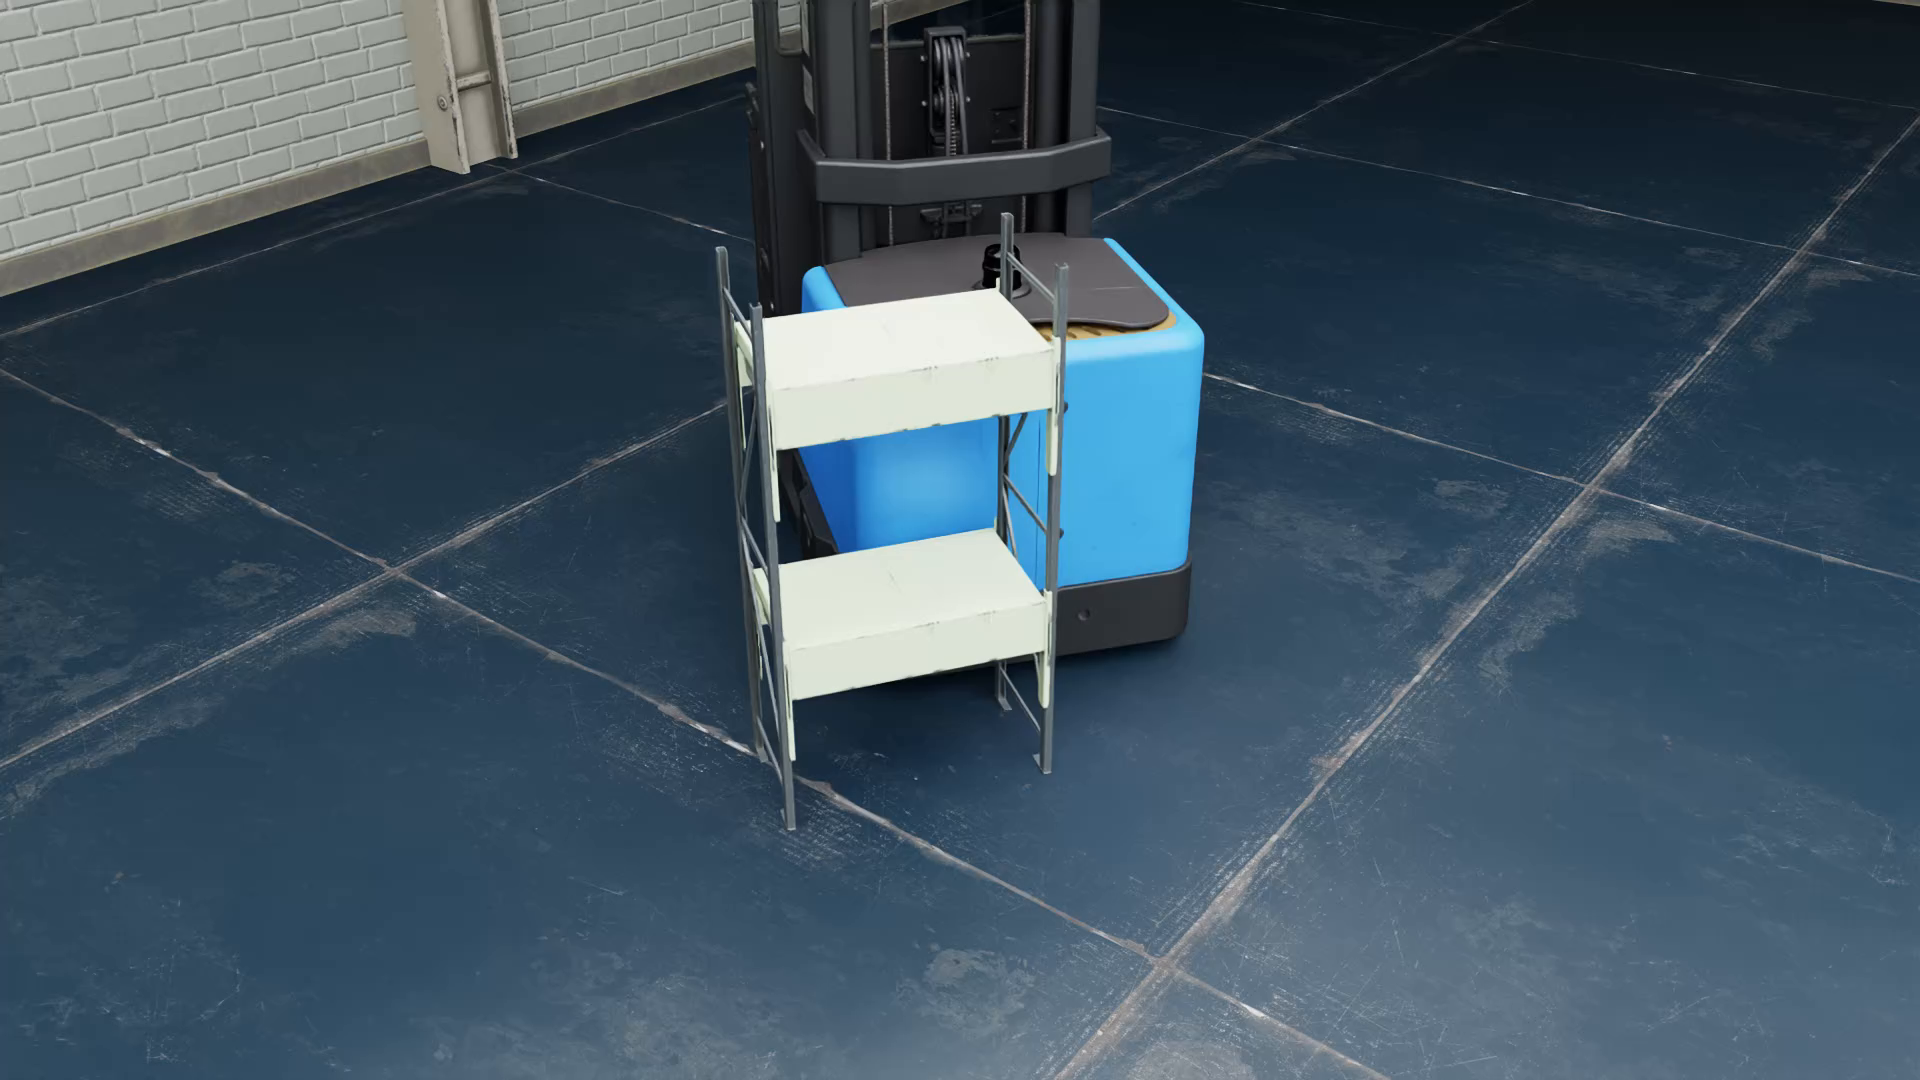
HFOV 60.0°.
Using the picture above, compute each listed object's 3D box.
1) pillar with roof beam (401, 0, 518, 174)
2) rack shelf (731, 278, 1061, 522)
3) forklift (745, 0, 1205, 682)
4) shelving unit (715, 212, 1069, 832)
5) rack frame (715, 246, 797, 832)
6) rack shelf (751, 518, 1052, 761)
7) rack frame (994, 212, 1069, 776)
[{"bbox_3d":[0.695,-4.684,4.828,9.100,9.000,0.400,21,37,31],"label":"pillar with roof beam"},{"bbox_3d":[-0.167,-0.360,4.121,0.720,0.370,0.431,-10,32,-16],"label":"rack shelf"},{"bbox_3d":[-0.171,-1.583,5.546,1.130,2.935,3.031,-8,32,-13],"label":"forklift"},{"bbox_3d":[-0.167,-0.025,4.320,0.755,1.500,0.431,-10,32,-16],"label":"shelving unit"},{"bbox_3d":[-0.513,0.037,4.217,0.023,1.500,0.400,-10,32,-16],"label":"rack frame"},{"bbox_3d":[-0.167,0.256,4.487,0.720,0.370,0.431,-10,32,-16],"label":"rack shelf"},{"bbox_3d":[0.179,-0.086,4.424,0.023,1.500,0.400,-10,32,-16],"label":"rack frame"}]
